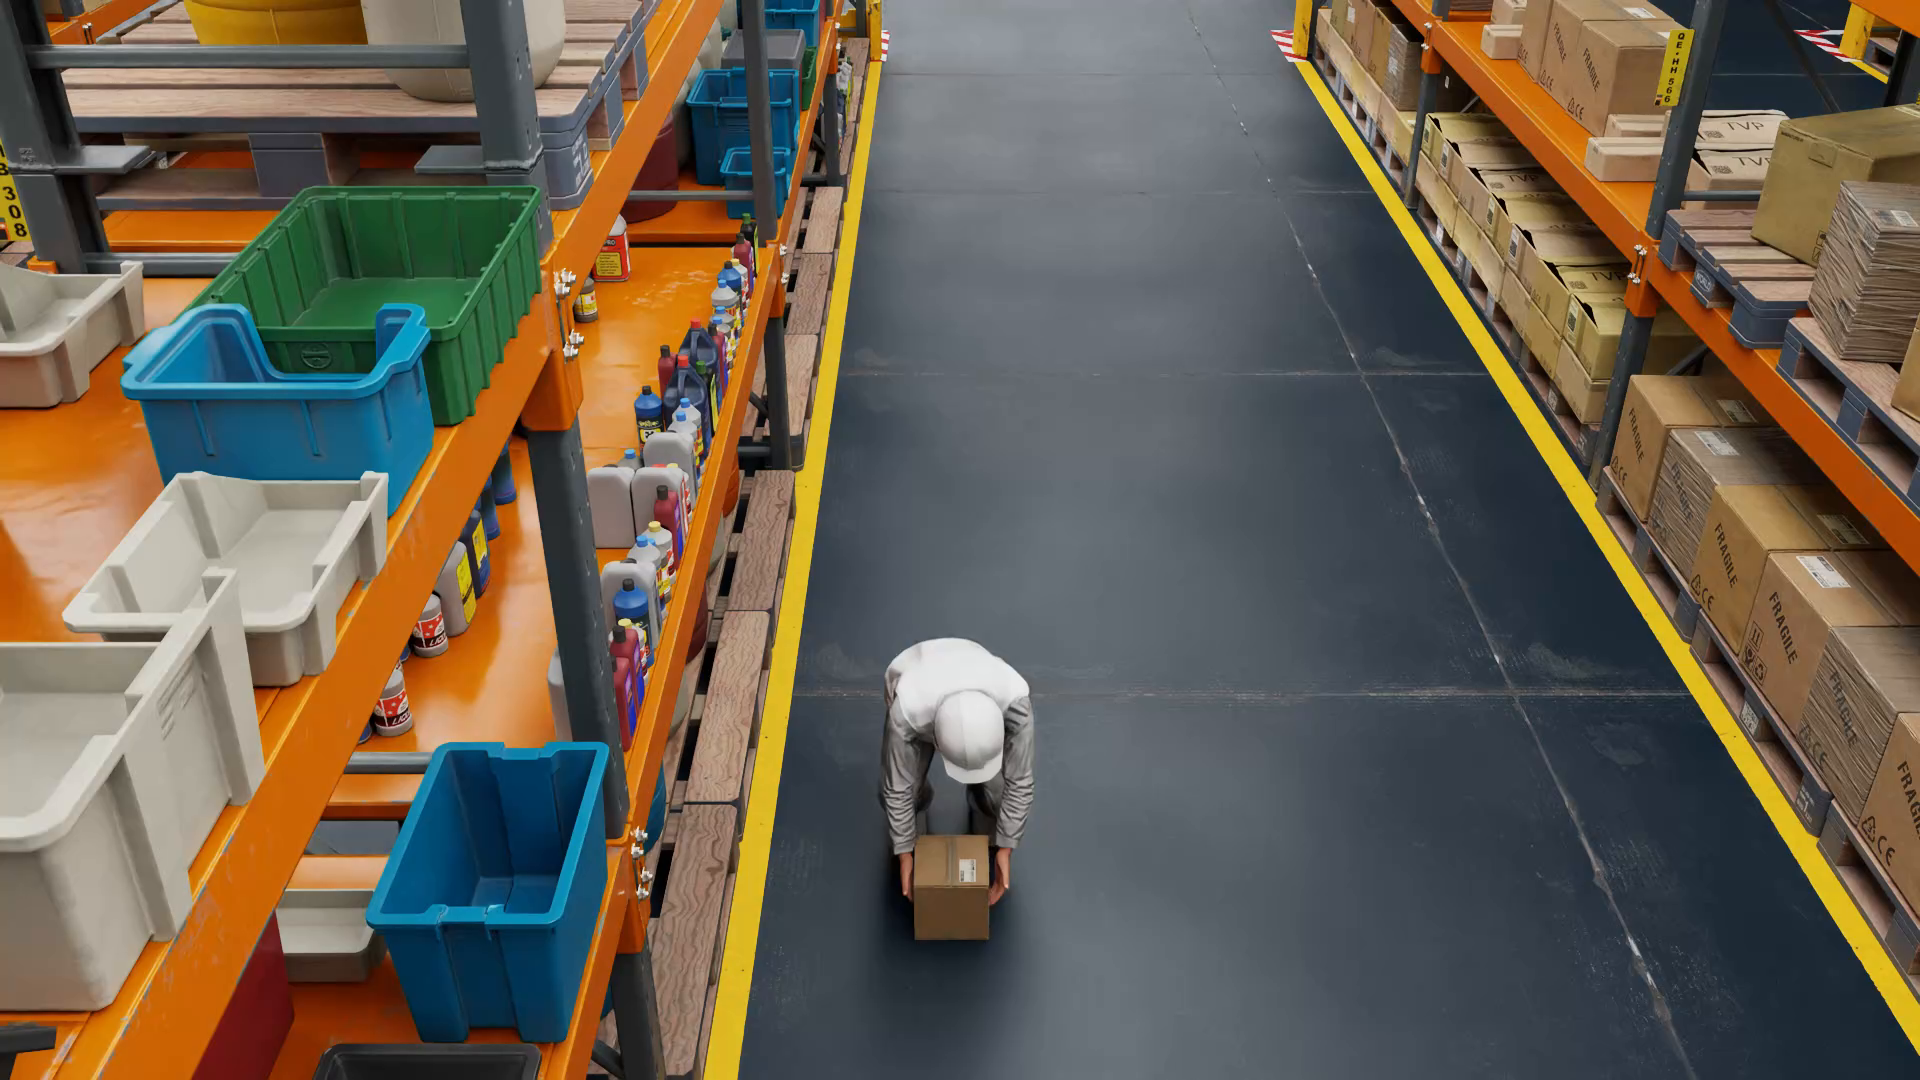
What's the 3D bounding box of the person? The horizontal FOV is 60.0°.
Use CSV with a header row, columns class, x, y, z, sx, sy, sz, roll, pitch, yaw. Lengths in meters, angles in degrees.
class,x,y,z,sx,sy,sz,roll,pitch,yaw
person,-0.018,0.721,5.742,0.538,0.930,0.913,0,31,0
